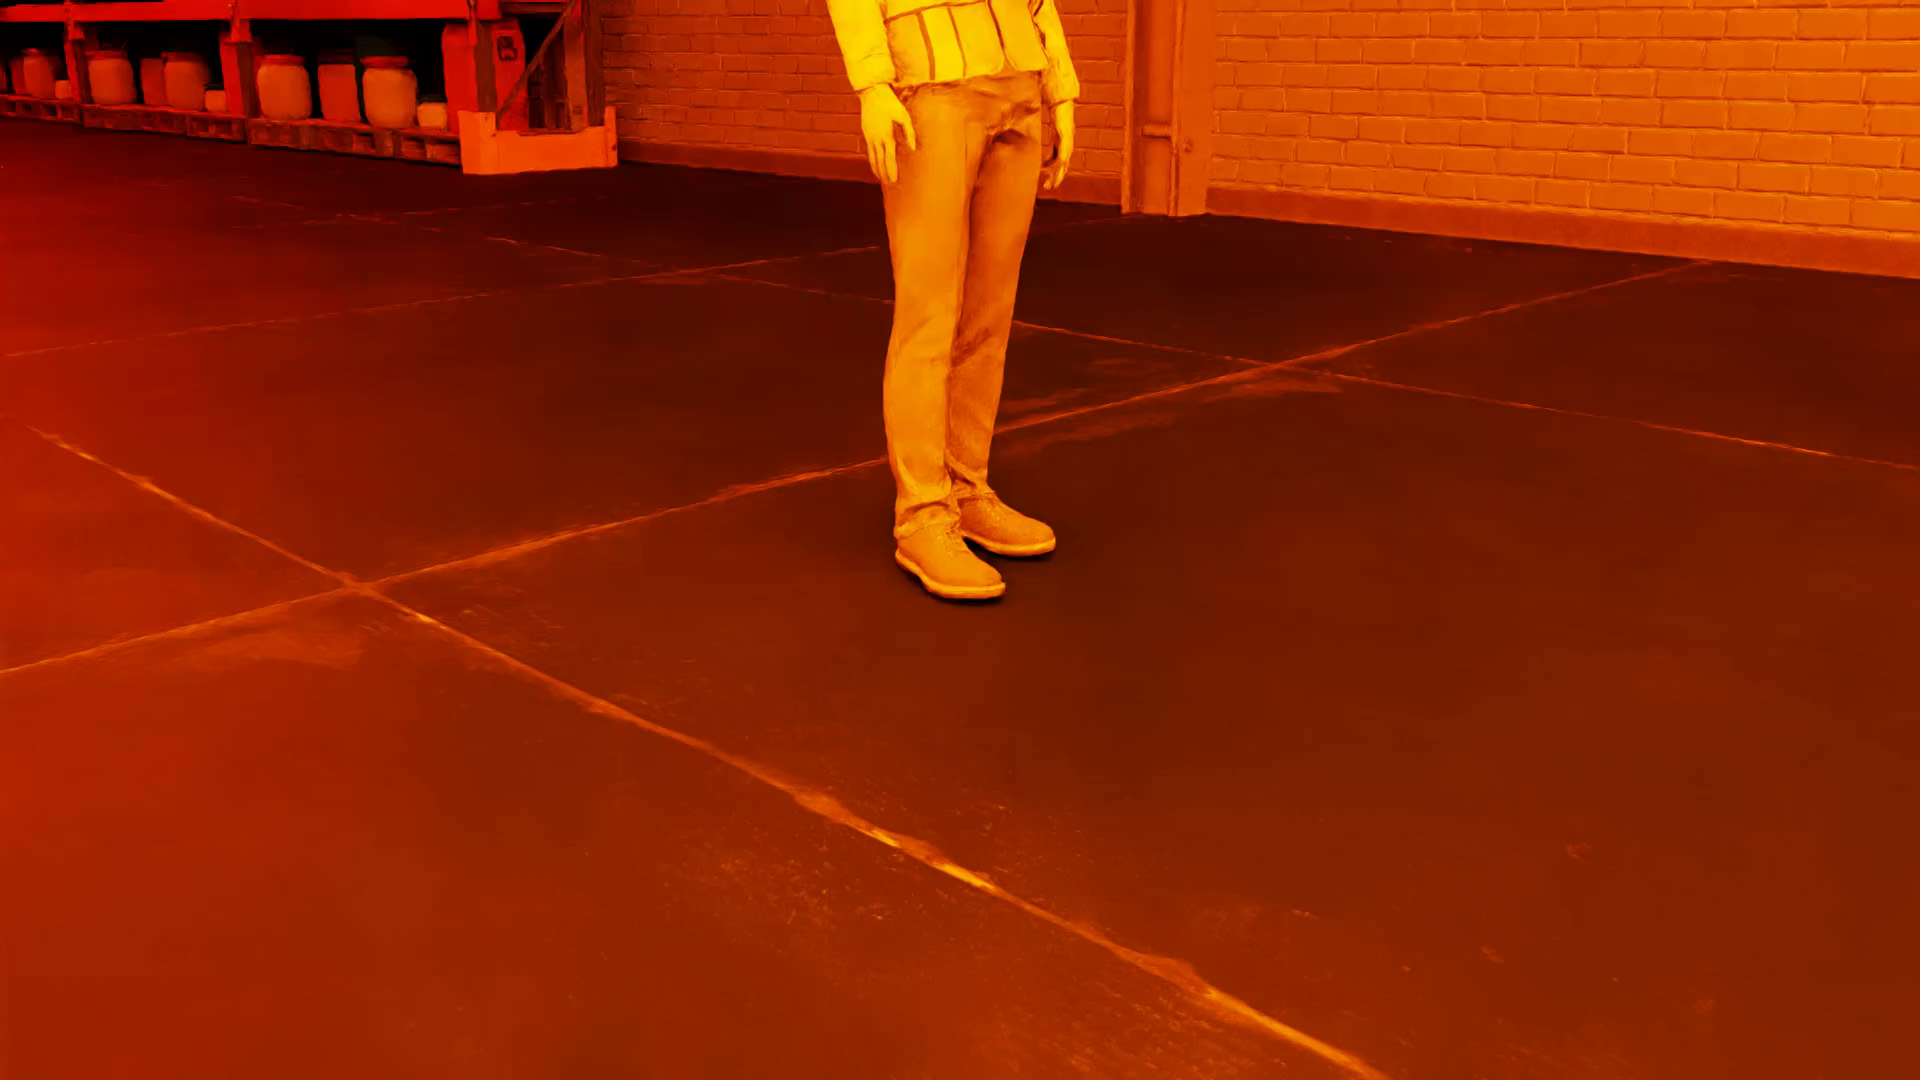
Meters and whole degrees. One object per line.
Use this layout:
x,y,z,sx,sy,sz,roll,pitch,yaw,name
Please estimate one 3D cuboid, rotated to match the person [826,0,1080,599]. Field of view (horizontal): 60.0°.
0.043,-0.801,3.093,0.533,1.695,0.586,16,23,42,person
